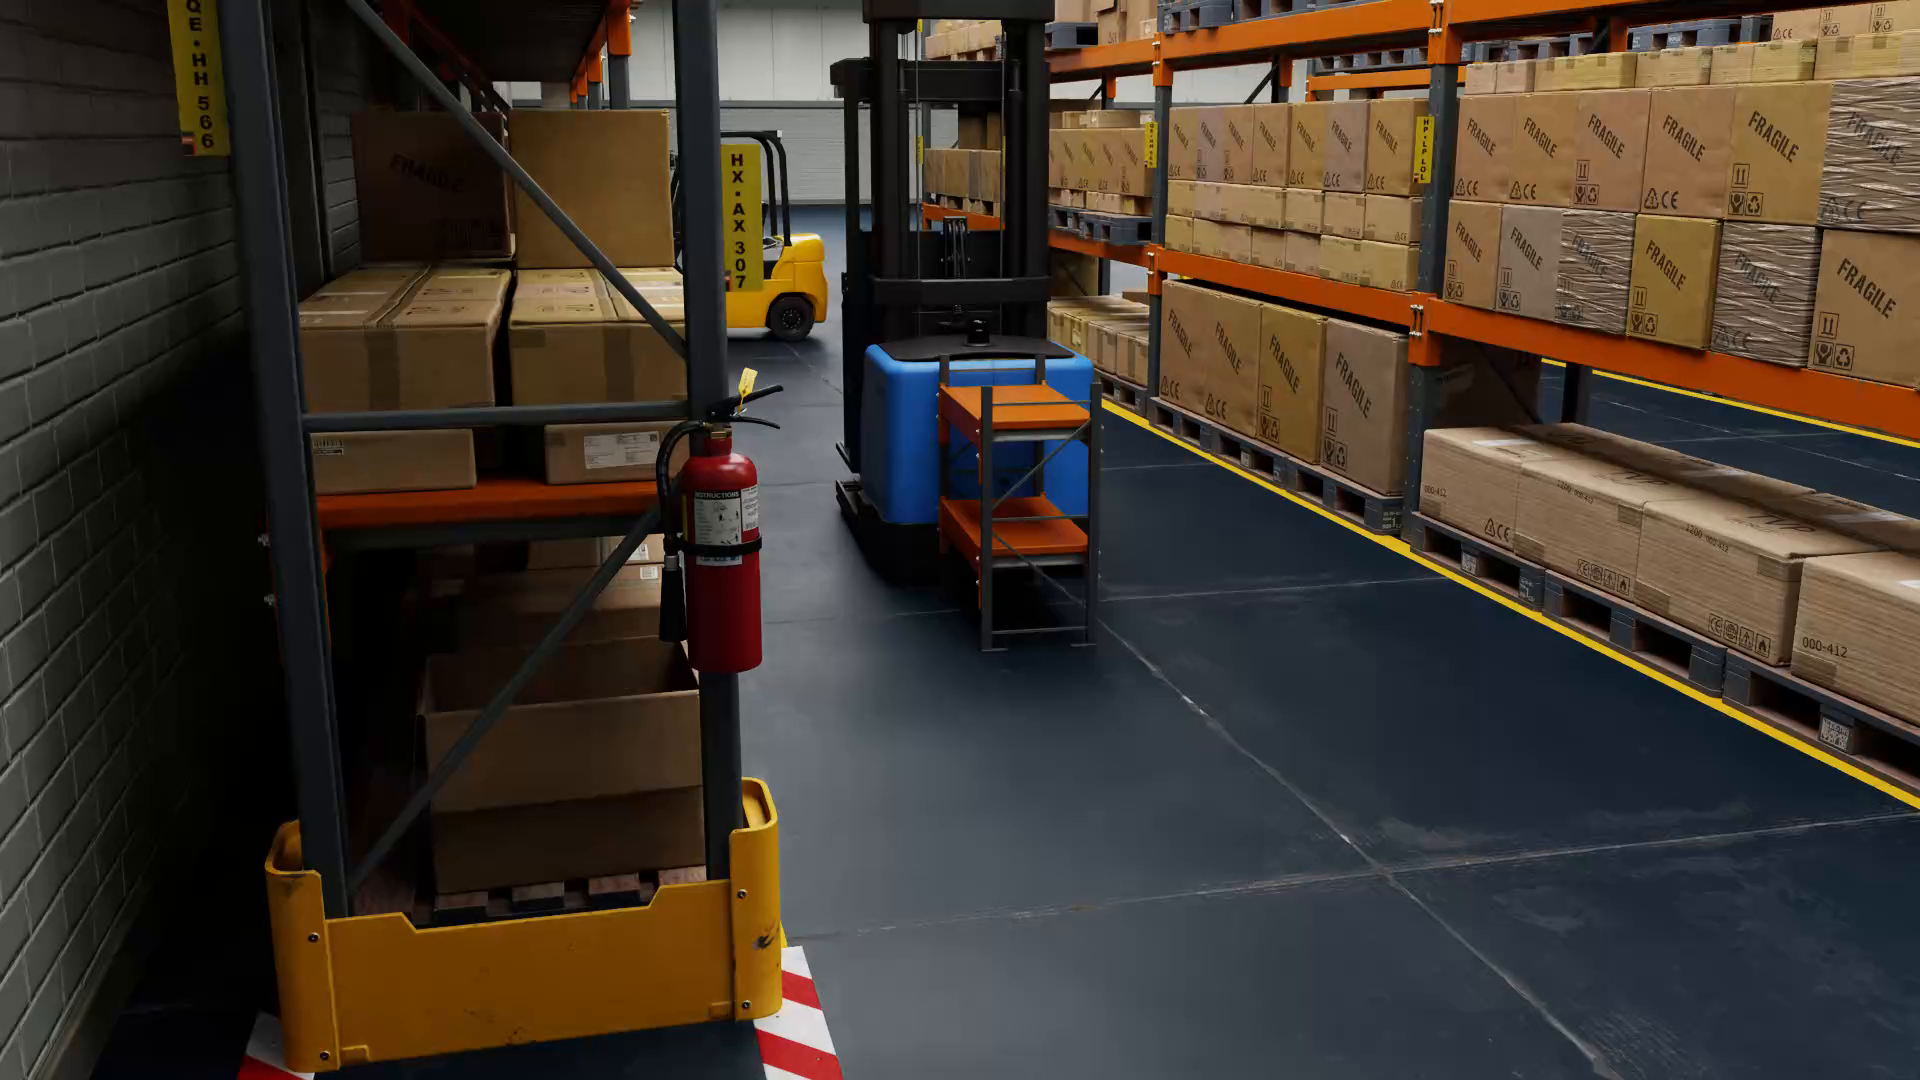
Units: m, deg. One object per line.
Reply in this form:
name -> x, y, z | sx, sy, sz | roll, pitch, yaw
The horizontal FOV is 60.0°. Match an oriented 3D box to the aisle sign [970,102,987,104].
aisle sign -> 0.312, -5.533, 19.775 | 0.394, 0.787, 0.004 | -3, 14, -13

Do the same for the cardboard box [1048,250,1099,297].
cardboard box -> 1.107, -2.700, 16.988 | 0.500, 0.500, 0.500 | -3, 14, -11

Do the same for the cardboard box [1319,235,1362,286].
cardboard box -> 2.394, -1.605, 9.493 | 0.500, 0.250, 0.500 | -3, 14, -14

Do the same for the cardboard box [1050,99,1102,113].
cardboard box -> 1.091, -4.109, 16.481 | 0.700, 0.500, 0.500 | -3, 14, -14

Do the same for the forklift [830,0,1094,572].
forklift -> -0.113, -1.569, 9.175 | 1.130, 2.935, 3.031 | -3, 14, -10

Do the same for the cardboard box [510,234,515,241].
cardboard box -> -2.108, -1.136, 6.945 | 0.500, 0.250, 0.500 | -3, 14, -14

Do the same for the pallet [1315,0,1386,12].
pallet -> 2.599, -3.044, 9.149 | 0.805, 0.209, 1.217 | -4, 14, -15

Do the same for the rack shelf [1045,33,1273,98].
rack shelf -> 1.453, -3.963, 14.023 | 1.077, 0.370, 4.000 | -3, 14, -13

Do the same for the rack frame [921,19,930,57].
rack frame -> 0.044, -7.154, 19.247 | 1.000, 3.000, 0.127 | -3, 14, -13

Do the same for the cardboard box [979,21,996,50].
cardboard box -> 0.499, -5.049, 16.641 | 0.500, 0.250, 0.500 | -4, 14, -14

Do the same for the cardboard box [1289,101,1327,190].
cardboard box -> 2.285, -2.331, 9.832 | 0.500, 0.500, 0.500 | -3, 14, -11

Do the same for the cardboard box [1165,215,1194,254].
cardboard box -> 1.793, -2.194, 11.903 | 0.500, 0.250, 0.500 | -4, 14, -14

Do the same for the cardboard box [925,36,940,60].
cardboard box -> -0.097, -5.637, 19.050 | 0.500, 0.250, 0.500 | -4, 14, -14

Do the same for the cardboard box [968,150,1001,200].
cardboard box -> 0.384, -3.836, 17.471 | 0.500, 0.500, 0.500 | -3, 14, -12

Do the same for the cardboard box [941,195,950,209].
cardboard box -> -0.006, -3.843, 18.866 | 0.380, 0.149, 0.250 | -3, 14, -12

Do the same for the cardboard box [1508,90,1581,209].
cardboard box -> 2.851, -1.765, 7.514 | 0.500, 0.500, 0.500 | -3, 14, -14

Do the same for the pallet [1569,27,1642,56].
pallet -> 6.243, -4.462, 14.947 | 1.003, 0.211, 1.213 | -3, 14, -11

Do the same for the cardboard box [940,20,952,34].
cardboard box -> -0.011, -5.688, 18.417 | 0.380, 0.149, 0.250 | -3, 14, -13

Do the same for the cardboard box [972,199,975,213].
cardboard box -> 0.339, -3.547, 17.652 | 0.380, 0.149, 0.250 | -4, 14, -14

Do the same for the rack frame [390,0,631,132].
rack frame -> -1.962, -1.193, 7.492 | 1.000, 3.000, 0.127 | -3, 14, -13

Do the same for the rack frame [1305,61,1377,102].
rack frame -> 4.832, -4.538, 21.183 | 1.000, 3.000, 0.127 | -3, 14, -13

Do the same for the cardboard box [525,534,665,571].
cardboard box -> -1.264, 0.266, 5.899 | 0.500, 0.500, 0.500 | -3, 14, -12

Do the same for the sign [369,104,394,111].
sign -> -2.500, -1.724, 7.224 | 0.100, 0.325, 0.005 | -3, 14, -13

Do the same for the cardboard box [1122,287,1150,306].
cardboard box -> 2.055, -2.426, 17.800 | 0.500, 0.500, 0.500 | 7, 15, 26

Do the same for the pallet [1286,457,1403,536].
pallet -> 2.608, -0.290, 9.670 | 1.003, 0.211, 1.213 | -3, 14, -13

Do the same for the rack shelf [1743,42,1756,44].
rack shelf -> 7.181, -3.339, 11.470 | 1.077, 0.370, 4.000 | -3, 14, -13

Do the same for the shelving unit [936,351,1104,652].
shelving unit -> 0.243, -0.207, 7.403 | 0.538, 1.125, 1.048 | -2, 14, -10

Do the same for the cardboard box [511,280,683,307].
cardboard box -> -0.985, -0.578, 4.663 | 0.500, 0.250, 0.500 | -3, 14, -13

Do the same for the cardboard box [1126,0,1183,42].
cardboard box -> 1.710, -4.119, 12.934 | 0.700, 0.500, 0.500 | -3, 14, -13

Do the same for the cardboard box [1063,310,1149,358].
cardboard box -> 1.446, -1.797, 14.615 | 0.950, 0.372, 0.625 | -3, 14, -11

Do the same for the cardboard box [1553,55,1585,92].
cardboard box -> 2.860, -2.057, 7.344 | 0.380, 0.149, 0.250 | -3, 14, -14

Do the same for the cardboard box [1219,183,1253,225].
cardboard box -> 2.027, -2.198, 10.867 | 0.500, 0.250, 0.500 | -3, 14, -13

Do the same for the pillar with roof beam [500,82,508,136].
pillar with roof beam -> -6.944, -12.442, 40.892 | 9.100, 9.000, 0.400 | -3, 14, -13

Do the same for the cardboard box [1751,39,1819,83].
cardboard box -> 3.170, -1.761, 6.129 | 0.380, 0.149, 0.250 | -3, 14, -12

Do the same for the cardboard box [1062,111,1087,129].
cardboard box -> 1.106, -3.656, 14.481 | 0.380, 0.149, 0.250 | -2, 14, -10

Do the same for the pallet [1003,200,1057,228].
pallet -> 1.022, -3.039, 15.450 | 1.003, 0.211, 1.213 | -3, 14, -13

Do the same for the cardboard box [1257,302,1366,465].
cardboard box -> 2.419, -0.989, 10.248 | 0.875, 0.875, 0.875 | -3, 14, -12

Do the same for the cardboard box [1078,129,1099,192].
cardboard box -> 1.294, -3.115, 13.635 | 0.500, 0.500, 0.500 | -4, 14, -17

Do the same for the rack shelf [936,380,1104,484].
rack shelf -> 0.243, -0.491, 7.334 | 0.538, 0.278, 1.000 | -2, 14, -10

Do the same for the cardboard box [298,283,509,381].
cardboard box -> -1.508, -0.553, 4.558 | 0.500, 0.250, 0.500 | -3, 14, -13

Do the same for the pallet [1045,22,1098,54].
pallet -> 1.272, -4.295, 14.262 | 1.213, 0.211, 1.003 | -3, 14, -13

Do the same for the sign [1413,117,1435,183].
sign -> 2.337, -1.962, 8.367 | 0.100, 0.325, 0.005 | -3, 14, -13

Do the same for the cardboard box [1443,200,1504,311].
cardboard box -> 2.718, -1.397, 8.113 | 0.500, 0.500, 0.500 | -3, 14, -11

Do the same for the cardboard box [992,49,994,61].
cardboard box -> 0.542, -4.889, 16.829 | 0.380, 0.149, 0.250 | -4, 14, -15

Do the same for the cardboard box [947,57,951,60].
cardboard box -> 0.066, -5.305, 18.532 | 0.380, 0.149, 0.250 | -3, 14, -14

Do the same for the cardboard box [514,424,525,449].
cardboard box -> -1.033, -0.355, 4.587 | 0.380, 0.149, 0.250 | -3, 14, -14

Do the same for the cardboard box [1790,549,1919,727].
cardboard box -> 3.550, 0.346, 5.705 | 0.875, 0.438, 0.875 | -4, 14, -15

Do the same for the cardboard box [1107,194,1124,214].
cardboard box -> 1.381, -2.652, 13.105 | 0.380, 0.149, 0.250 | -3, 14, -14

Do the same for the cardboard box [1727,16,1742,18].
cardboard box -> 6.356, -4.415, 13.755 | 0.380, 0.166, 0.250 | -3, 14, -13

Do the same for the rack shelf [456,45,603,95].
rack shelf -> -3.371, -3.685, 12.887 | 1.077, 0.370, 4.000 | -3, 14, -13

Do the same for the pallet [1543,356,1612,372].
pallet -> 6.316, -1.805, 15.872 | 1.003, 0.211, 1.213 | -3, 14, -13

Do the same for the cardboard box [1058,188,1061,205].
cardboard box -> 1.073, -3.015, 14.593 | 0.380, 0.149, 0.250 | -3, 14, -13

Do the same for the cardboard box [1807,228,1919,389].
cardboard box -> 3.328, -0.810, 5.711 | 0.500, 0.500, 0.500 | -4, 14, -14

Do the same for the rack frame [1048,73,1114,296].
rack frame -> 0.984, -3.317, 16.182 | 1.000, 3.000, 0.127 | -3, 14, -13
